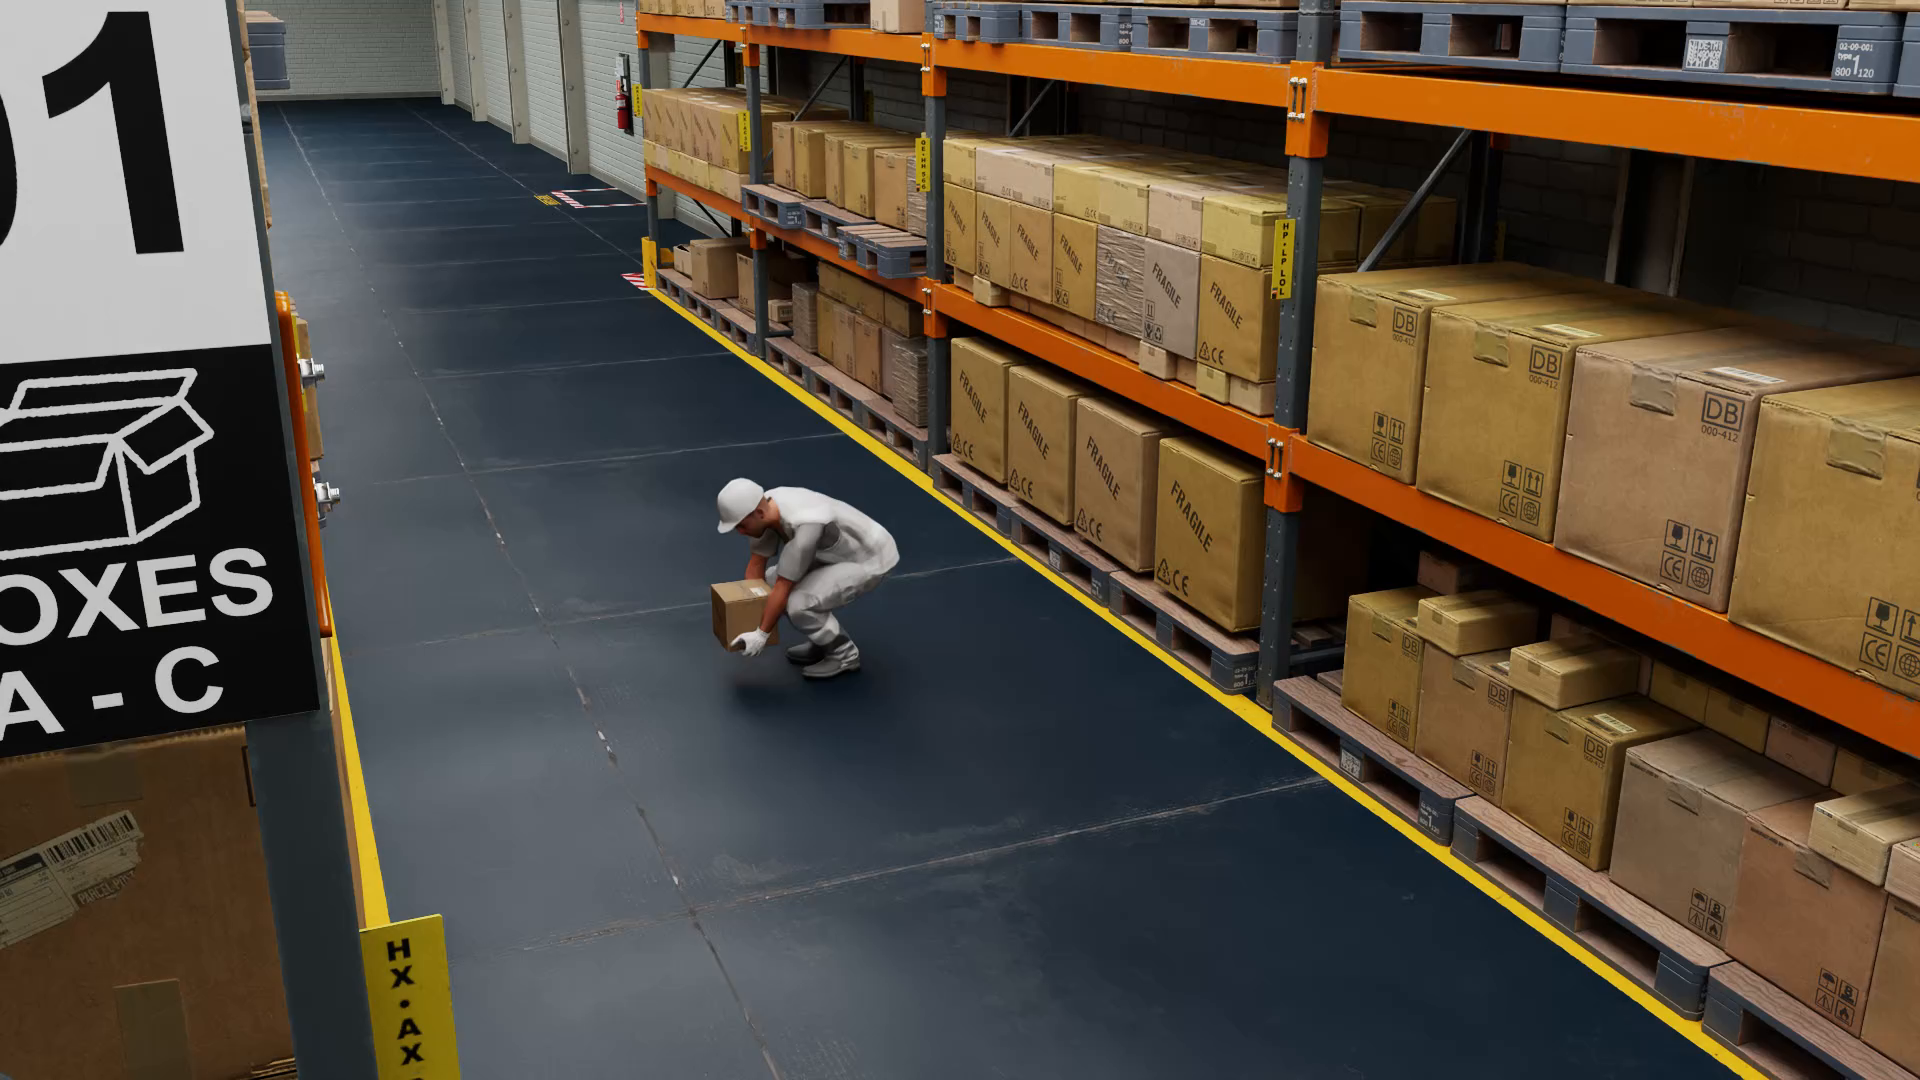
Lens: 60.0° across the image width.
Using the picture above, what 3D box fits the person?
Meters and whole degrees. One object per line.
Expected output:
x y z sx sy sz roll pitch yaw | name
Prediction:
-0.713 0.147 7.826 0.870 1.006 0.537 -8 20 -23 | person
